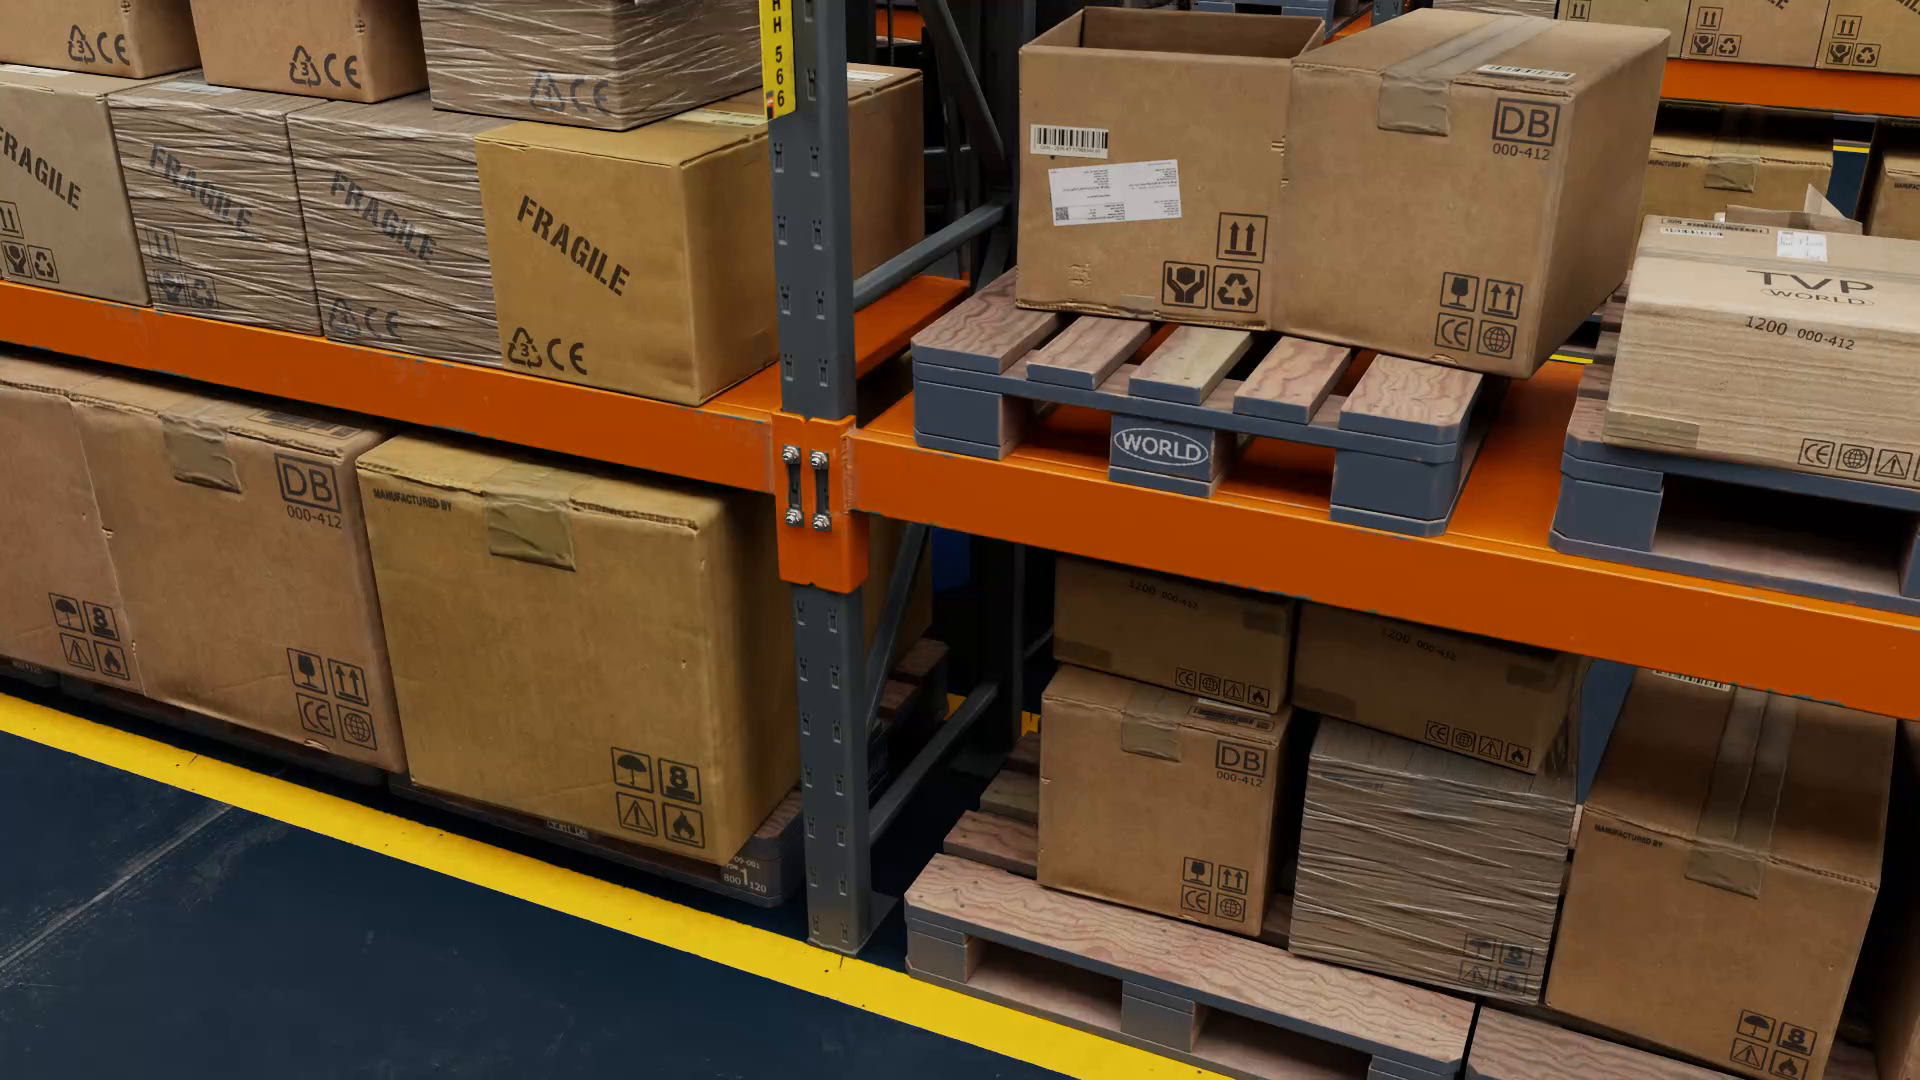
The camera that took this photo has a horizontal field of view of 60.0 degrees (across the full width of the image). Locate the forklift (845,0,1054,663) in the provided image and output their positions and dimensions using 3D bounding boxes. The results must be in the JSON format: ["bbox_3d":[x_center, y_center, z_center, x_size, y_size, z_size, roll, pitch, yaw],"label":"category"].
[{"bbox_3d":[-0.222,-1.573,5.627,1.130,2.935,3.031,-10,28,-19],"label":"forklift"}]

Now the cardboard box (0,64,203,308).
[{"bbox_3d":[-2.029,-0.915,4.099,0.500,0.500,0.500,12,29,23],"label":"cardboard box"}]

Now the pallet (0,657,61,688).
[{"bbox_3d":[-2.997,0.032,5.446,1.213,0.211,1.003,11,28,22],"label":"pallet"}]

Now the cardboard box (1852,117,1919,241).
[{"bbox_3d":[4.218,-1.277,7.020,0.750,0.750,1.050,11,28,22],"label":"cardboard box"}]

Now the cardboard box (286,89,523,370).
[{"bbox_3d":[-1.093,-0.728,3.719,0.500,0.500,0.500,11,28,21],"label":"cardboard box"}]

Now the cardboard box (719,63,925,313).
[{"bbox_3d":[-0.419,-0.842,3.951,0.500,0.500,0.500,12,29,23],"label":"cardboard box"}]

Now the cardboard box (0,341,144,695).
[{"bbox_3d":[-2.326,-0.293,4.879,0.875,0.875,1.225,10,28,20],"label":"cardboard box"}]

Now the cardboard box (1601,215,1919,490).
[{"bbox_3d":[1.341,-0.321,2.700,0.500,0.250,0.500,11,28,20],"label":"cardboard box"}]

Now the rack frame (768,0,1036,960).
[{"bbox_3d":[-0.089,-0.599,3.570,0.127,3.000,1.000,11,28,22],"label":"rack frame"}]

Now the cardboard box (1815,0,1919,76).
[{"bbox_3d":[3.728,-2.152,6.613,0.500,0.500,0.500,11,28,21],"label":"cardboard box"}]

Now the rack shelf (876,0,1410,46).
[{"bbox_3d":[0.235,-2.617,8.485,4.000,0.370,1.077,11,28,22],"label":"rack shelf"}]

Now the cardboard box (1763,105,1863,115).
[{"bbox_3d":[5.886,-3.213,11.379,0.625,0.372,0.950,12,29,23],"label":"cardboard box"}]

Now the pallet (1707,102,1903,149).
[{"bbox_3d":[5.830,-2.965,11.534,1.213,0.211,1.003,11,28,22],"label":"pallet"}]

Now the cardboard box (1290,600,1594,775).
[{"bbox_3d":[1.020,0.192,3.446,0.500,0.250,0.500,15,30,28],"label":"cardboard box"}]

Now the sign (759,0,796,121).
[{"bbox_3d":[-0.316,-0.894,2.860,0.005,0.325,0.100,11,28,22],"label":"sign"}]

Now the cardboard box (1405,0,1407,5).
[{"bbox_3d":[3.418,-3.978,12.364,0.875,0.875,0.875,11,28,21],"label":"cardboard box"}]

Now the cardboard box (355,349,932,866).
[{"bbox_3d":[-0.709,0.032,4.220,0.875,0.875,1.225,10,28,19],"label":"cardboard box"}]

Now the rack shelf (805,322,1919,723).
[{"bbox_3d":[1.731,0.090,2.986,4.000,0.370,1.077,11,28,22],"label":"rack shelf"}]

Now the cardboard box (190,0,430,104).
[{"bbox_3d":[-1.340,-1.354,3.855,0.637,0.503,0.797,12,29,23],"label":"cardboard box"}]

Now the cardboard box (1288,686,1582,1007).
[{"bbox_3d":[1.039,0.536,3.597,0.500,0.500,0.700,9,28,18],"label":"cardboard box"}]

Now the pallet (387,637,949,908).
[{"bbox_3d":[-0.776,0.478,4.540,1.213,0.211,1.003,11,28,22],"label":"pallet"}]

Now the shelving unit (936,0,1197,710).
[{"bbox_3d":[0.339,-0.498,4.312,0.503,2.100,0.431,8,27,30],"label":"shelving unit"}]

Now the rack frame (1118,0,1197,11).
[{"bbox_3d":[0.547,-0.468,4.189,0.015,2.100,0.400,8,27,30],"label":"rack frame"}]

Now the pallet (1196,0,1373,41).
[{"bbox_3d":[1.363,-2.576,7.803,1.003,0.211,1.213,11,28,22],"label":"pallet"}]

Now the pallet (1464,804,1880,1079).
[{"bbox_3d":[1.728,1.020,3.440,1.213,0.211,1.003,11,28,22],"label":"pallet"}]

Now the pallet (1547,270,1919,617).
[{"bbox_3d":[1.730,-0.167,2.911,1.213,0.211,1.003,11,28,22],"label":"pallet"}]

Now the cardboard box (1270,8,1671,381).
[{"bbox_3d":[0.968,-0.687,3.162,0.500,0.500,0.700,16,30,29],"label":"cardboard box"}]

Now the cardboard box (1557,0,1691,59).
[{"bbox_3d":[2.817,-2.337,6.987,0.500,0.500,0.500,11,28,21],"label":"cardboard box"}]

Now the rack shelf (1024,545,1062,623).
[{"bbox_3d":[0.412,0.155,4.593,0.480,0.518,0.431,8,27,30],"label":"rack shelf"}]

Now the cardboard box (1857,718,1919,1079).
[{"bbox_3d":[2.066,0.739,3.185,0.500,0.500,0.700,9,28,17],"label":"cardboard box"}]
